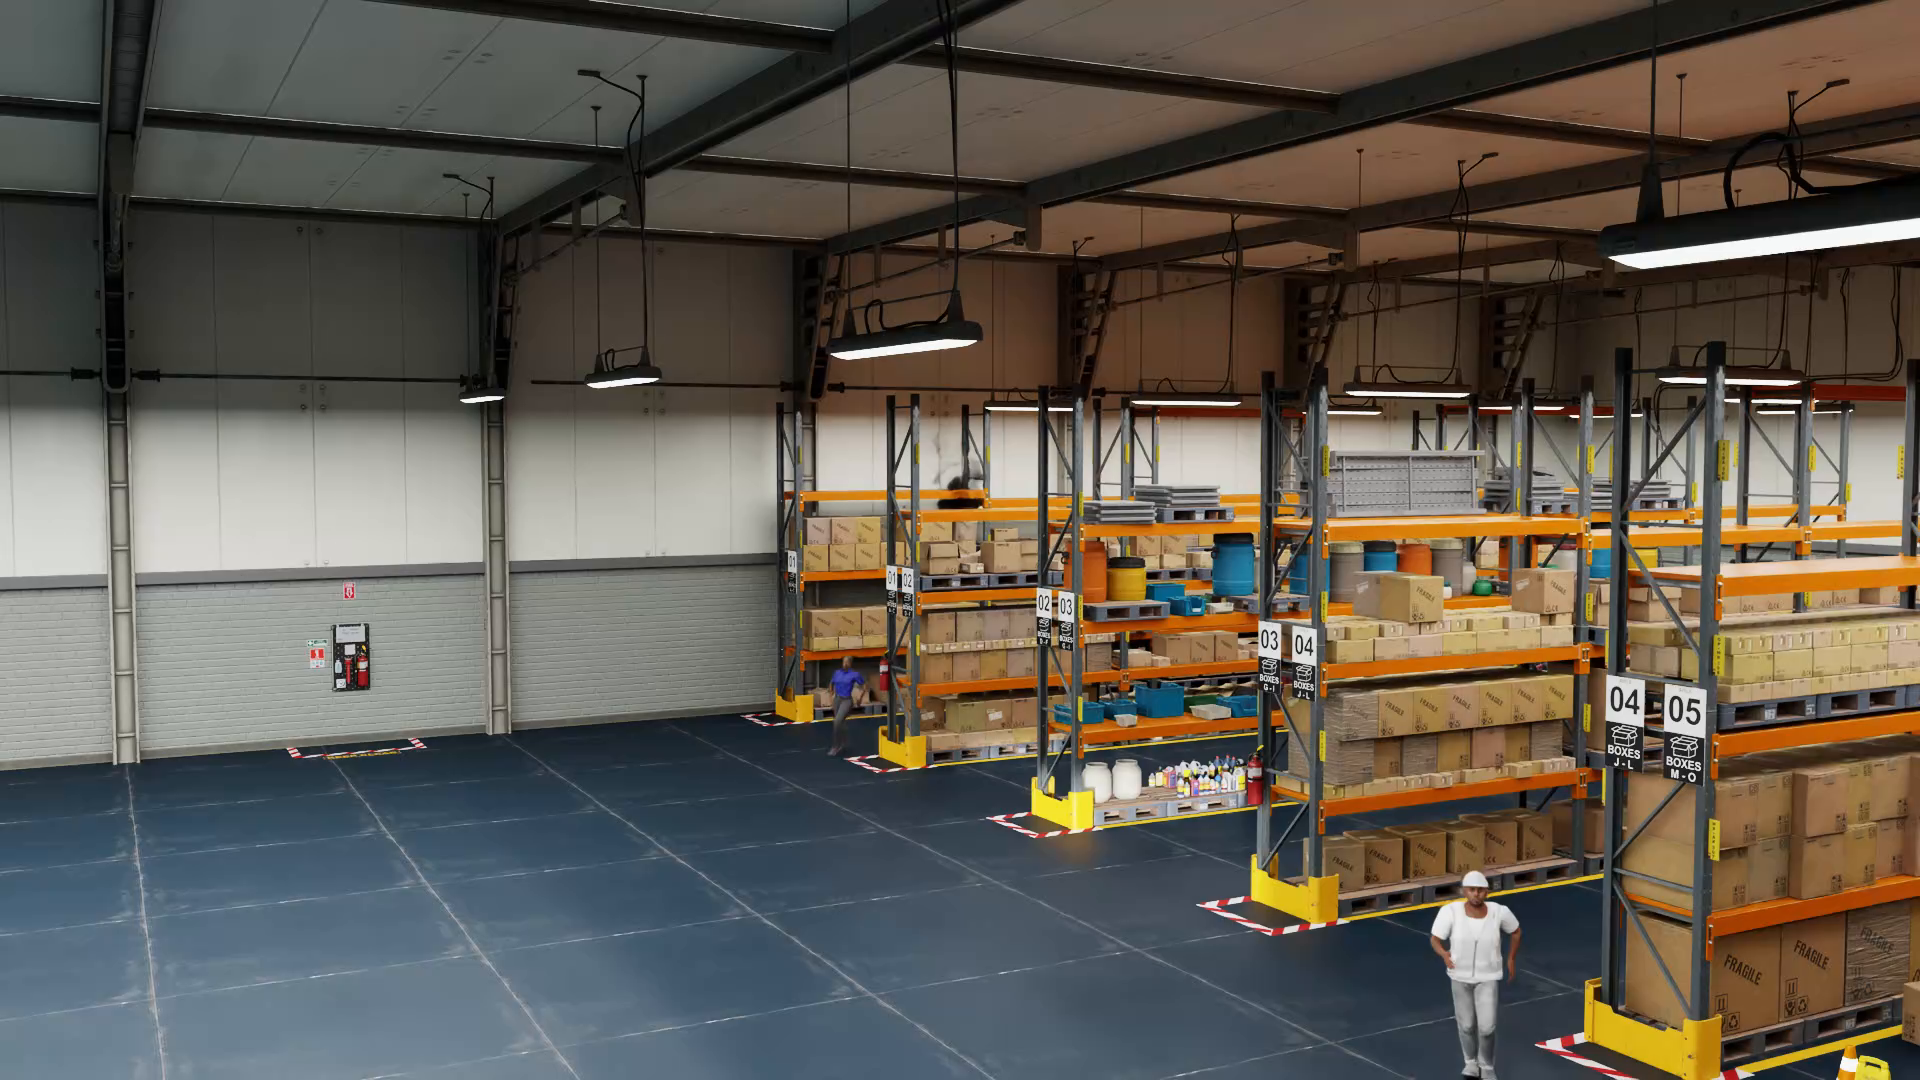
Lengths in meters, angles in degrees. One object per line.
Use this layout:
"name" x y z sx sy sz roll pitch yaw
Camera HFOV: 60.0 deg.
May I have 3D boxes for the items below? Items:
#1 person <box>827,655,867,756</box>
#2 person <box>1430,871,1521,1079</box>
"person" -1.919 2.772 27.917 0.640 1.691 0.704 2 4 31
"person" 4.125 3.541 13.351 0.691 1.783 0.704 1 3 21
